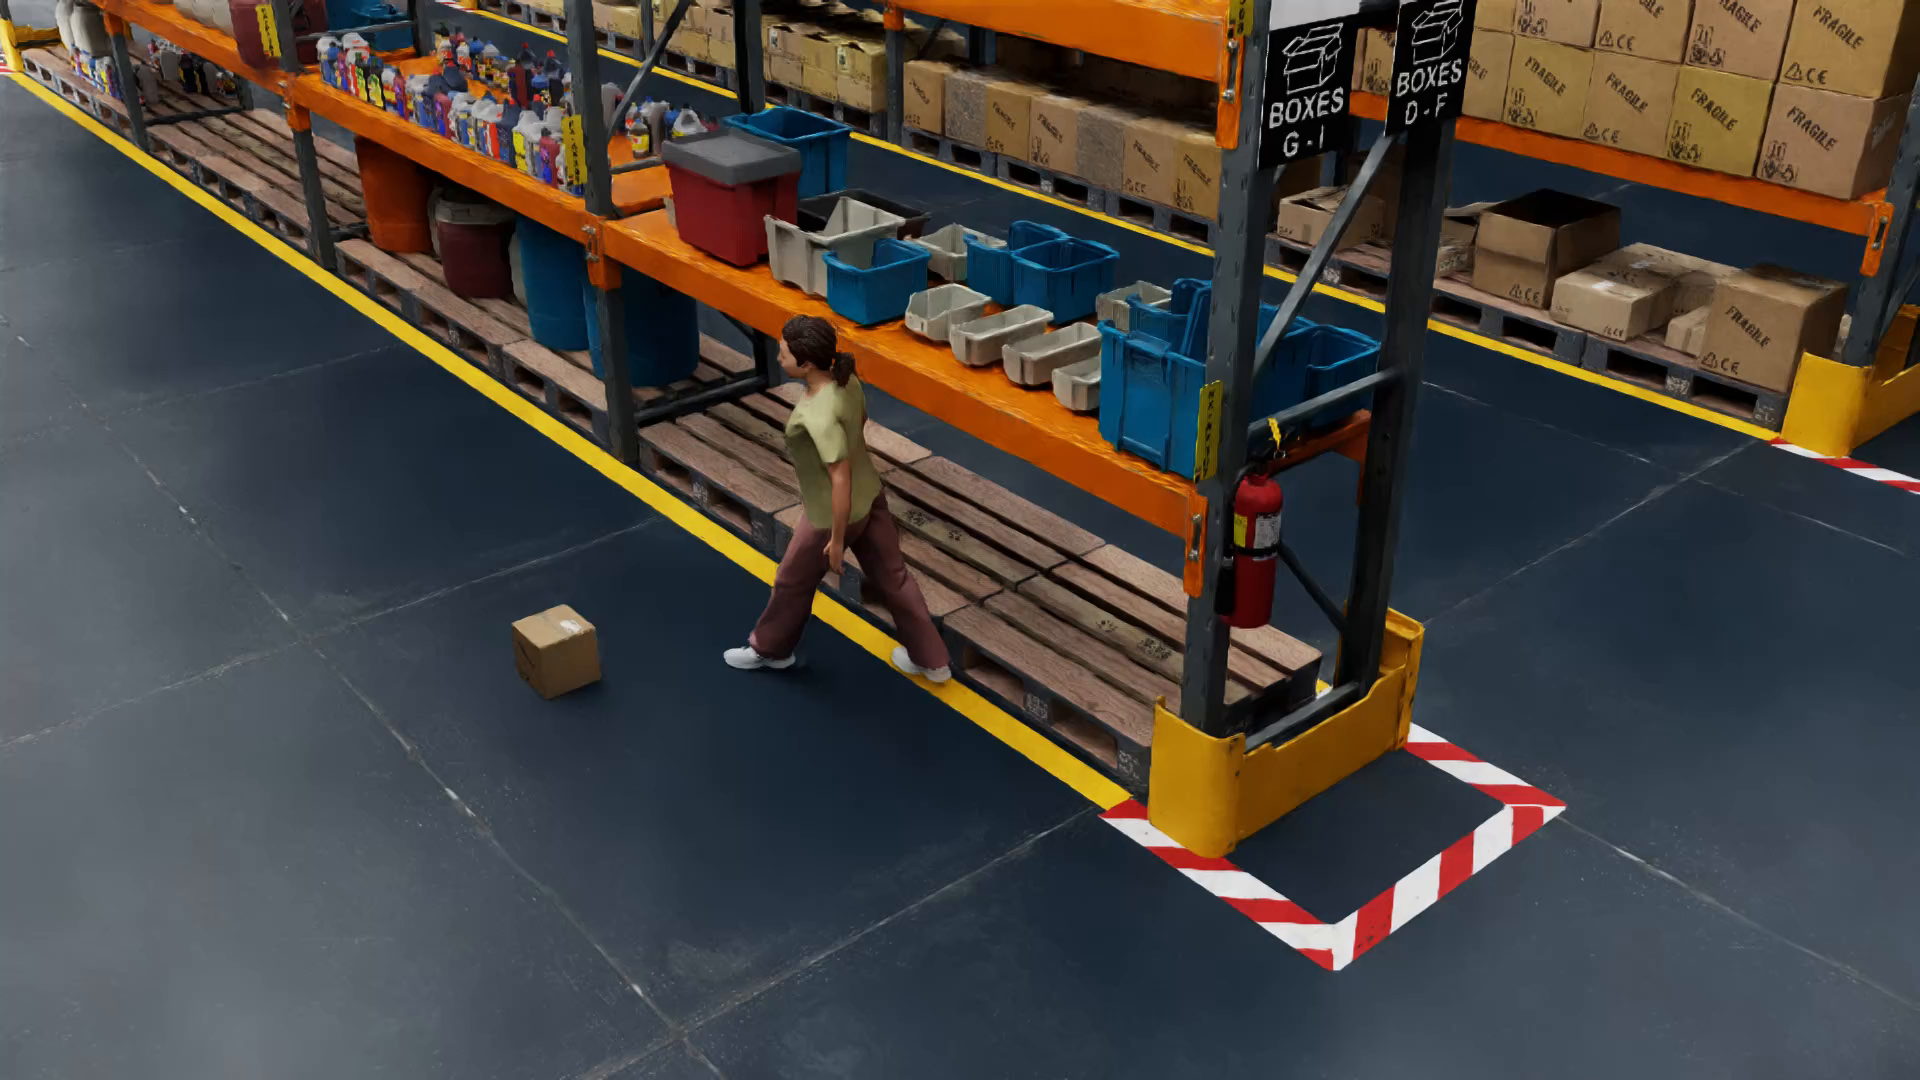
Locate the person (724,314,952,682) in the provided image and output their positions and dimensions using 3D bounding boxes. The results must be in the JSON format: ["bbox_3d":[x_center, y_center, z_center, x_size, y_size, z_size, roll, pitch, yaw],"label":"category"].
[{"bbox_3d":[-0.526,-0.139,6.425,0.963,1.622,0.569,11,30,19],"label":"person"}]
